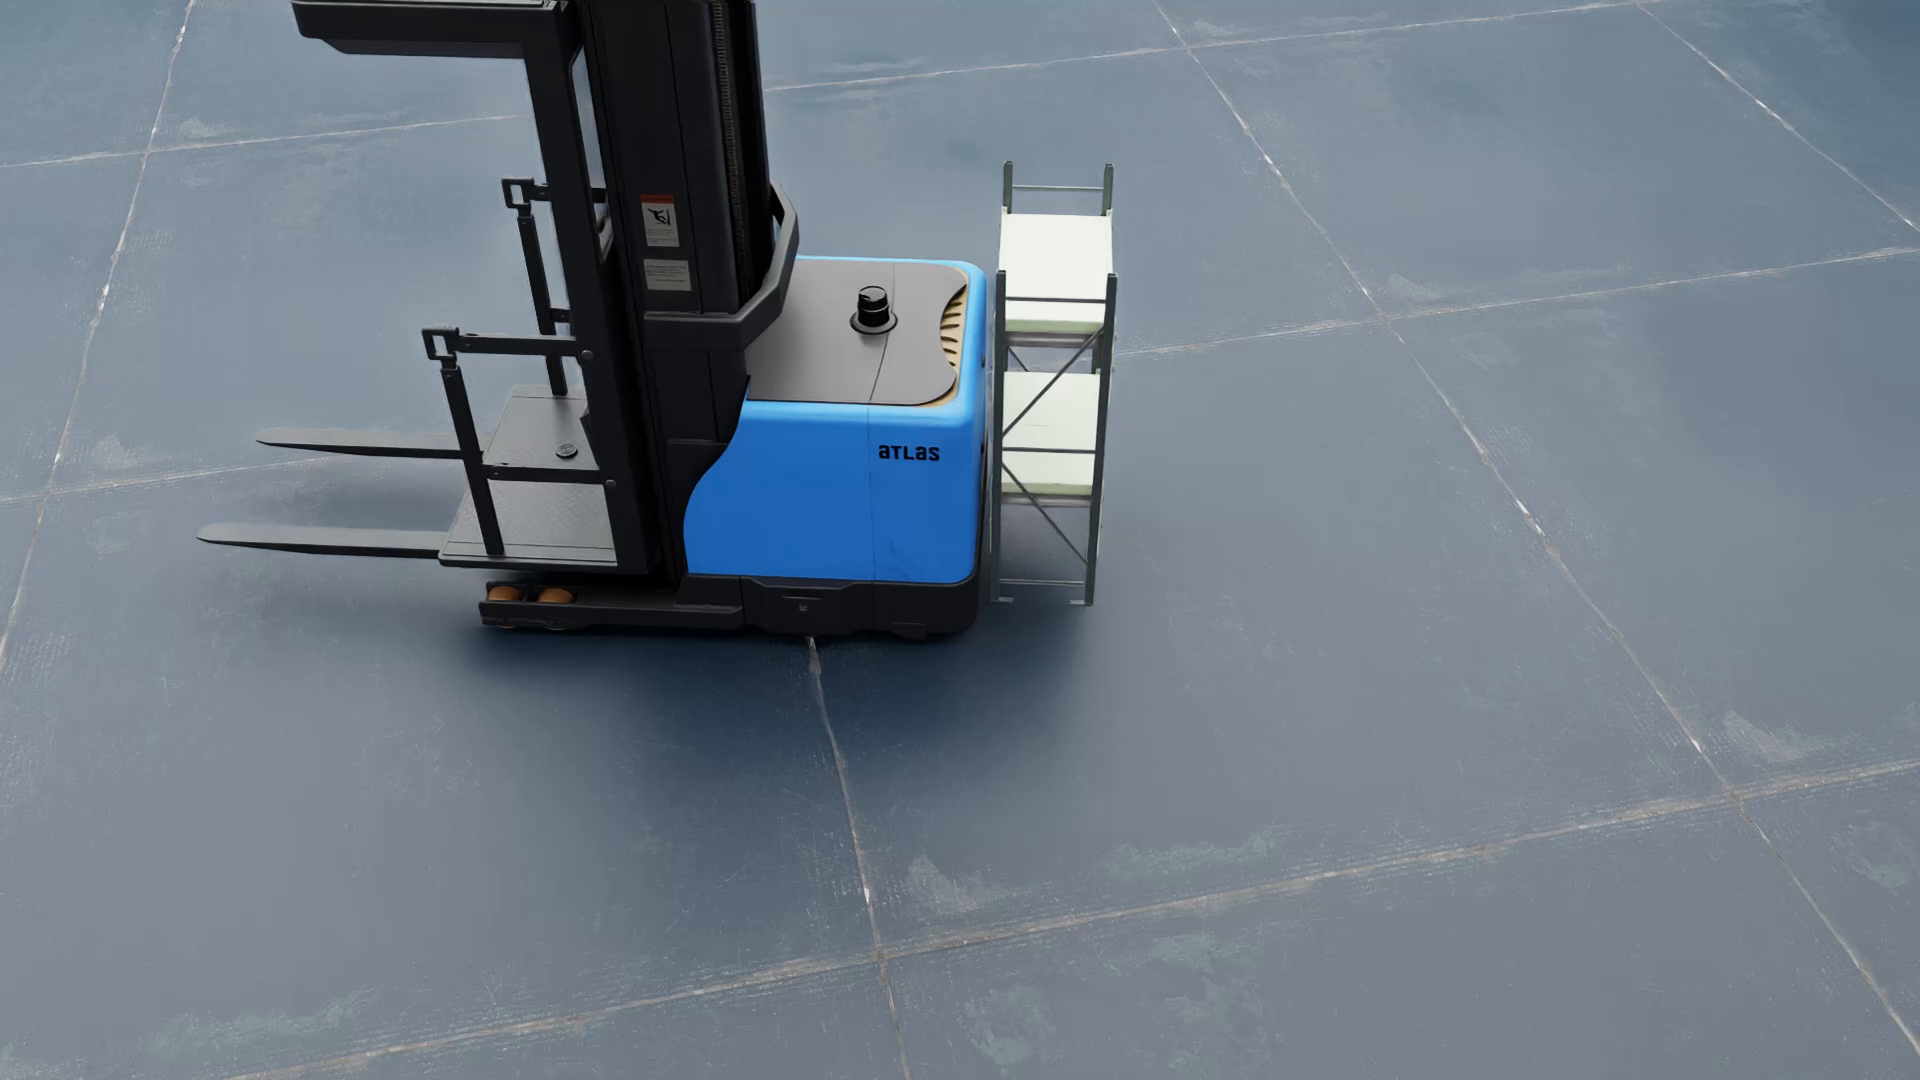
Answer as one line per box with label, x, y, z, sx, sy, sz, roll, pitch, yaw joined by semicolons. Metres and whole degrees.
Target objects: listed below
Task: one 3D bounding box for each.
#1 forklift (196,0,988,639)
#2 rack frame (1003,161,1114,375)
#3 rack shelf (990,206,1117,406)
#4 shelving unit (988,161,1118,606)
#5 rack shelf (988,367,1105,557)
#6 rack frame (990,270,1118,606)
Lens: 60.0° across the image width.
forklift;-1.423;-1.099;5.780;3.031;2.935;1.130;2;42;3
rack frame;0.358;-0.804;6.526;0.400;1.500;0.023;2;42;2
rack shelf;0.339;-0.853;5.993;0.431;0.370;0.720;2;42;2
shelving unit;0.338;-0.561;6.252;0.431;1.500;0.755;2;42;2
rack shelf;0.338;-0.318;6.469;0.431;0.370;0.720;2;42;2
rack frame;0.319;-0.319;5.979;0.400;1.500;0.023;2;42;2
